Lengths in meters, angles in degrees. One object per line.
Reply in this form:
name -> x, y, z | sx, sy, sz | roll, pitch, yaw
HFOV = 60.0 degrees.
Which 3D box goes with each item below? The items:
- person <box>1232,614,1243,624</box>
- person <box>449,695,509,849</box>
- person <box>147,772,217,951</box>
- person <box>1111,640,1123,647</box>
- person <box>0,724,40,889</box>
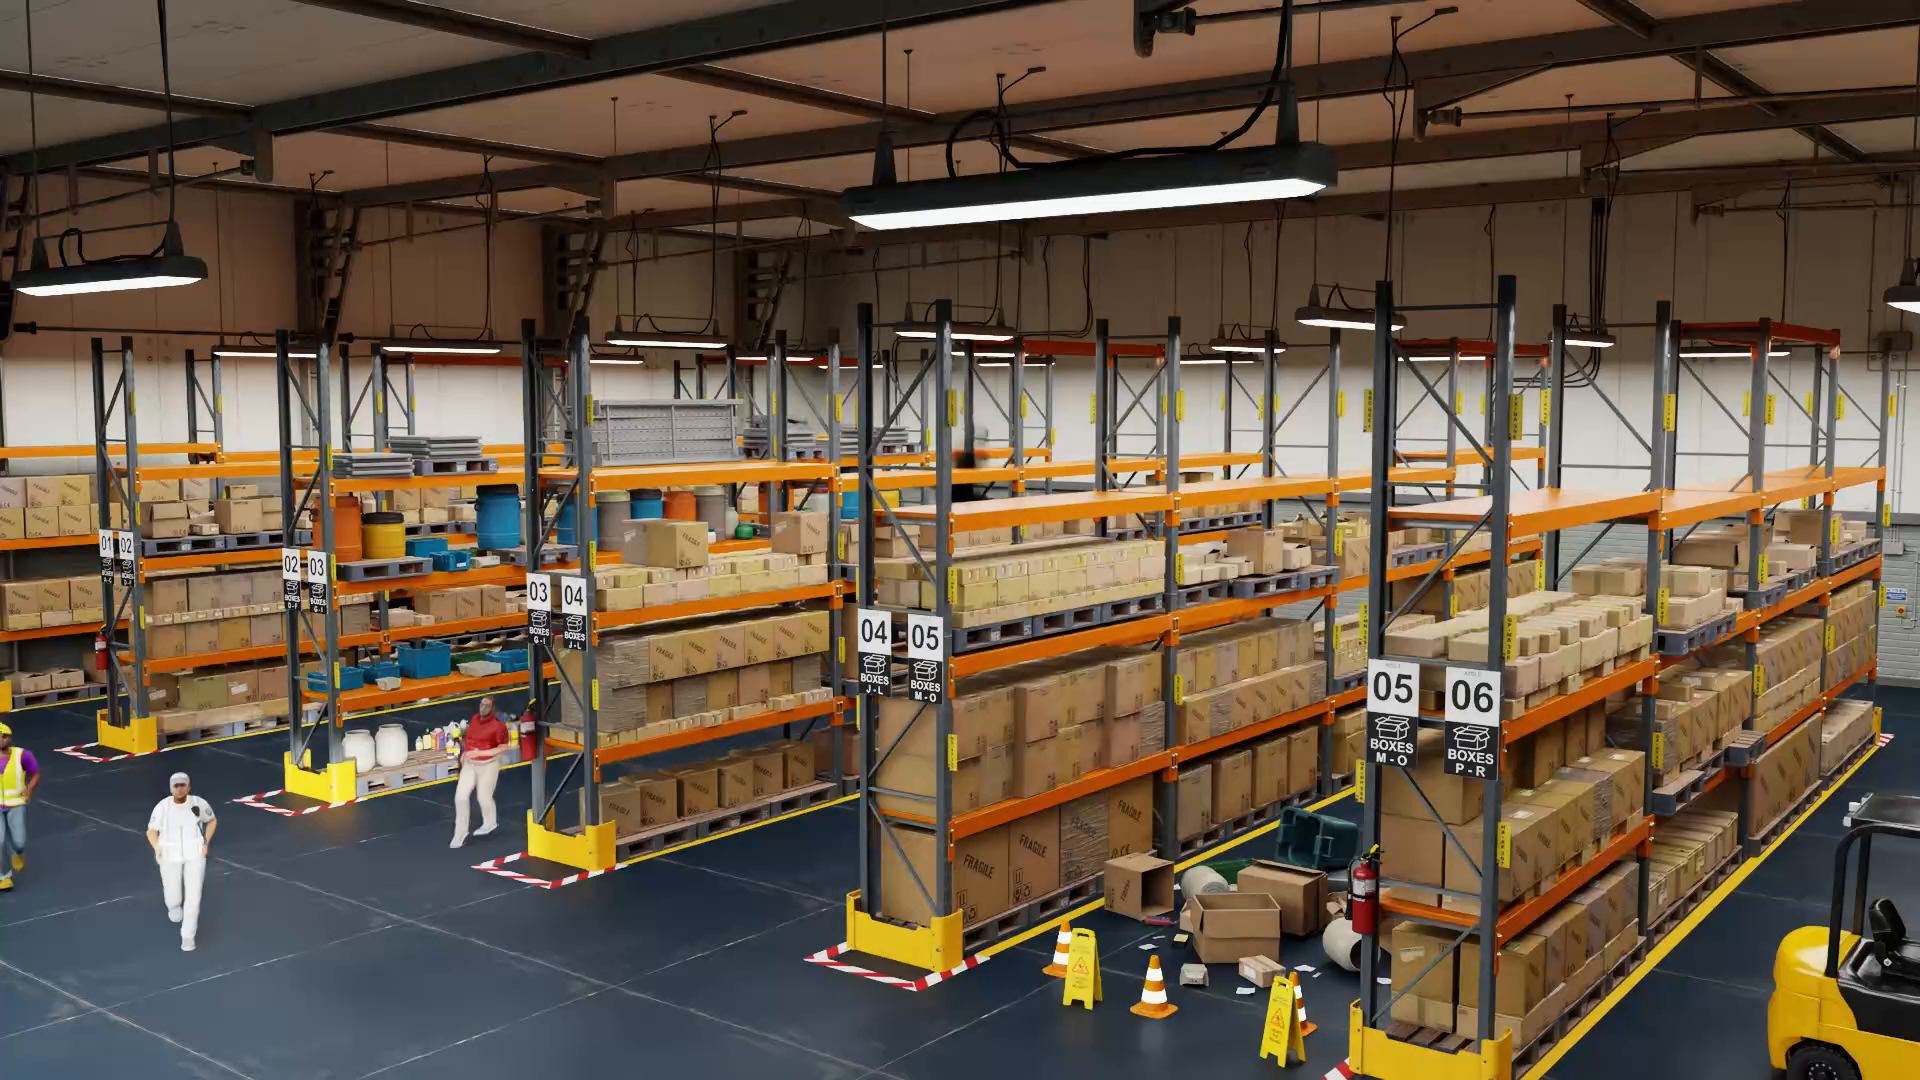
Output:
person -> 4.505, 2.005, 26.945 | 0.559, 1.721, 0.774 | 4, 6, 35
person -> -5.476, 2.666, 19.192 | 0.658, 1.774, 0.724 | 1, 5, 14
person -> -7.346, 3.000, 15.736 | 0.608, 1.643, 0.685 | -2, 6, -26
person -> 2.273, 2.158, 23.899 | 0.662, 1.777, 1.004 | 3, 6, 34
person -> -10.075, 2.785, 17.520 | 0.700, 1.716, 0.625 | -3, 6, -30
